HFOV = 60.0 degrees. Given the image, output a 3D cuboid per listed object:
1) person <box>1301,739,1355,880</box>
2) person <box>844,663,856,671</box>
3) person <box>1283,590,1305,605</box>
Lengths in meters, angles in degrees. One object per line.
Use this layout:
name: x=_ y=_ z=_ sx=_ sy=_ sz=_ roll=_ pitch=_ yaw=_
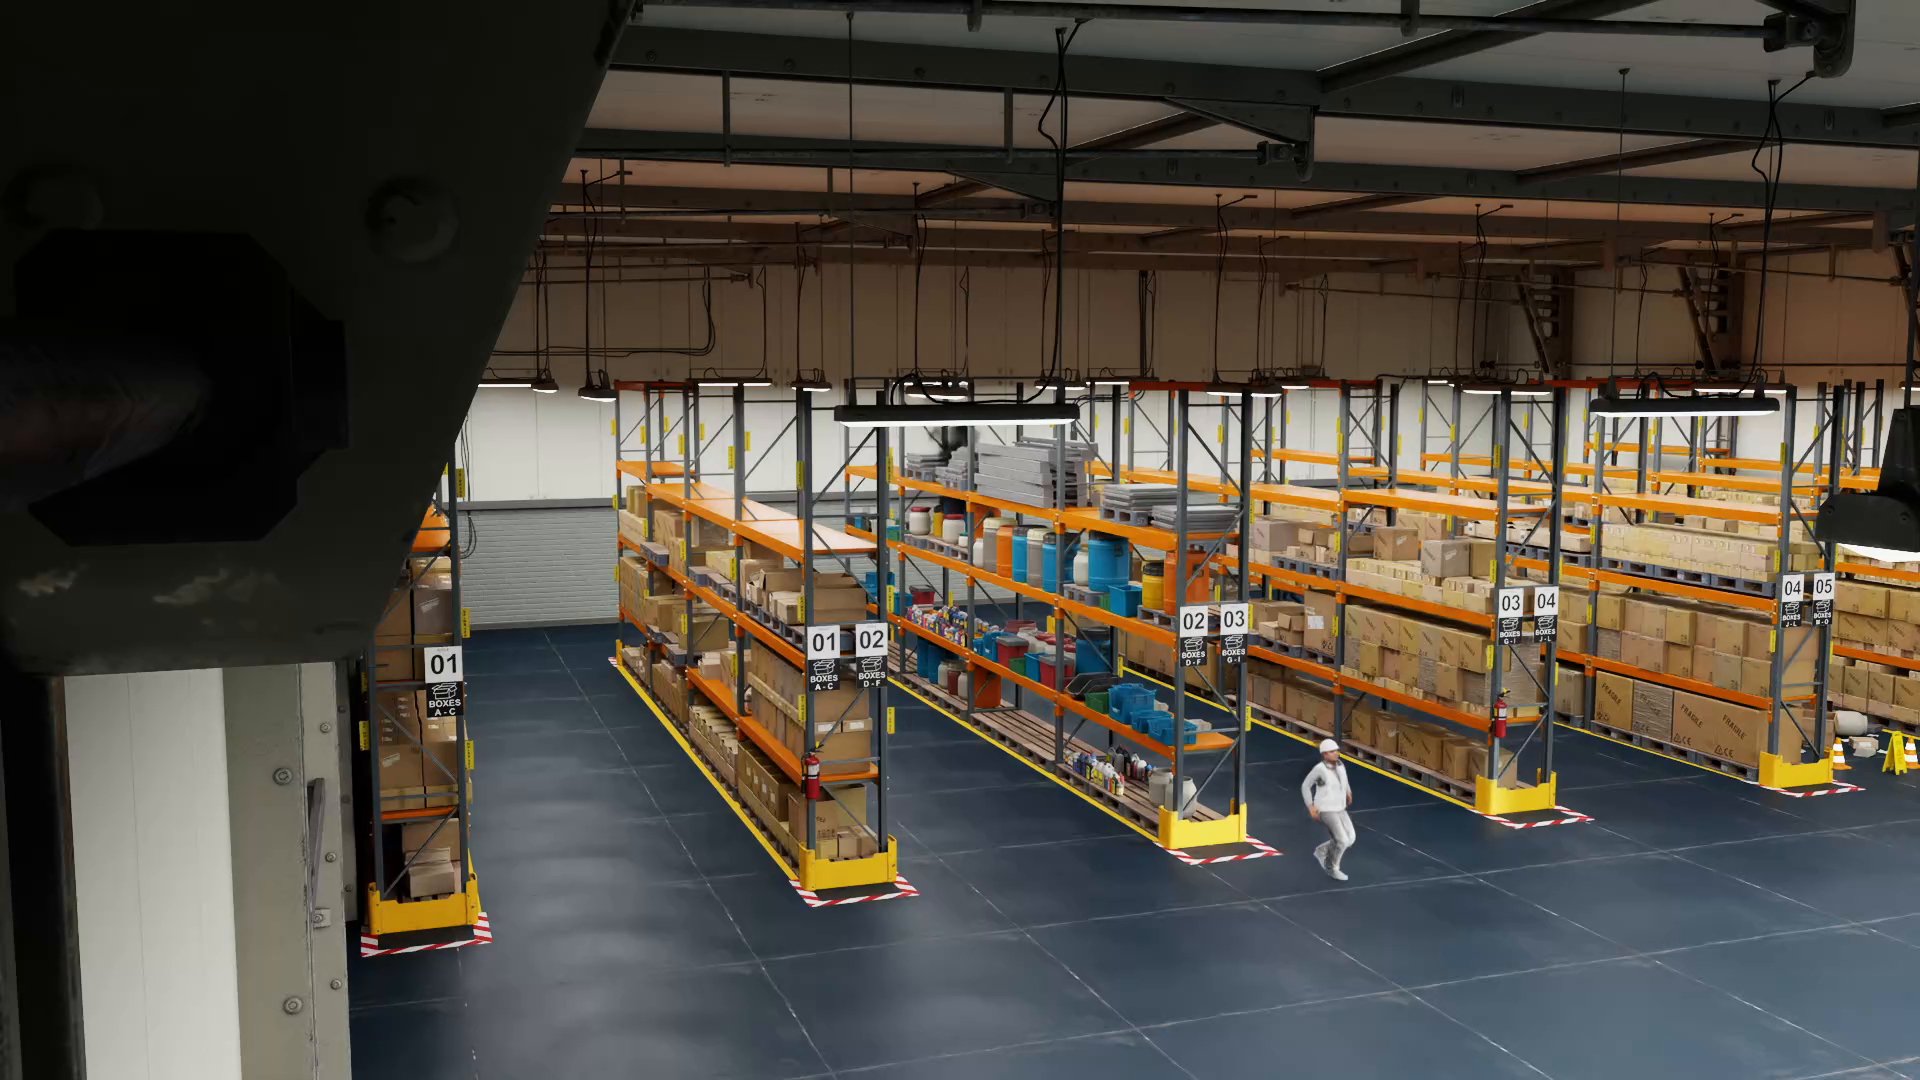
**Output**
person: x=4.564 y=3.324 z=20.527 sx=0.528 sy=1.744 sz=0.791 roll=5 pitch=8 yaw=37
person: x=-1.945 y=2.151 z=29.468 sx=0.619 sy=1.767 sz=0.678 roll=-2 pitch=6 yaw=-22
person: x=8.346 y=1.130 z=41.772 sx=0.804 sy=1.627 sz=0.561 roll=-3 pitch=7 yaw=-24
